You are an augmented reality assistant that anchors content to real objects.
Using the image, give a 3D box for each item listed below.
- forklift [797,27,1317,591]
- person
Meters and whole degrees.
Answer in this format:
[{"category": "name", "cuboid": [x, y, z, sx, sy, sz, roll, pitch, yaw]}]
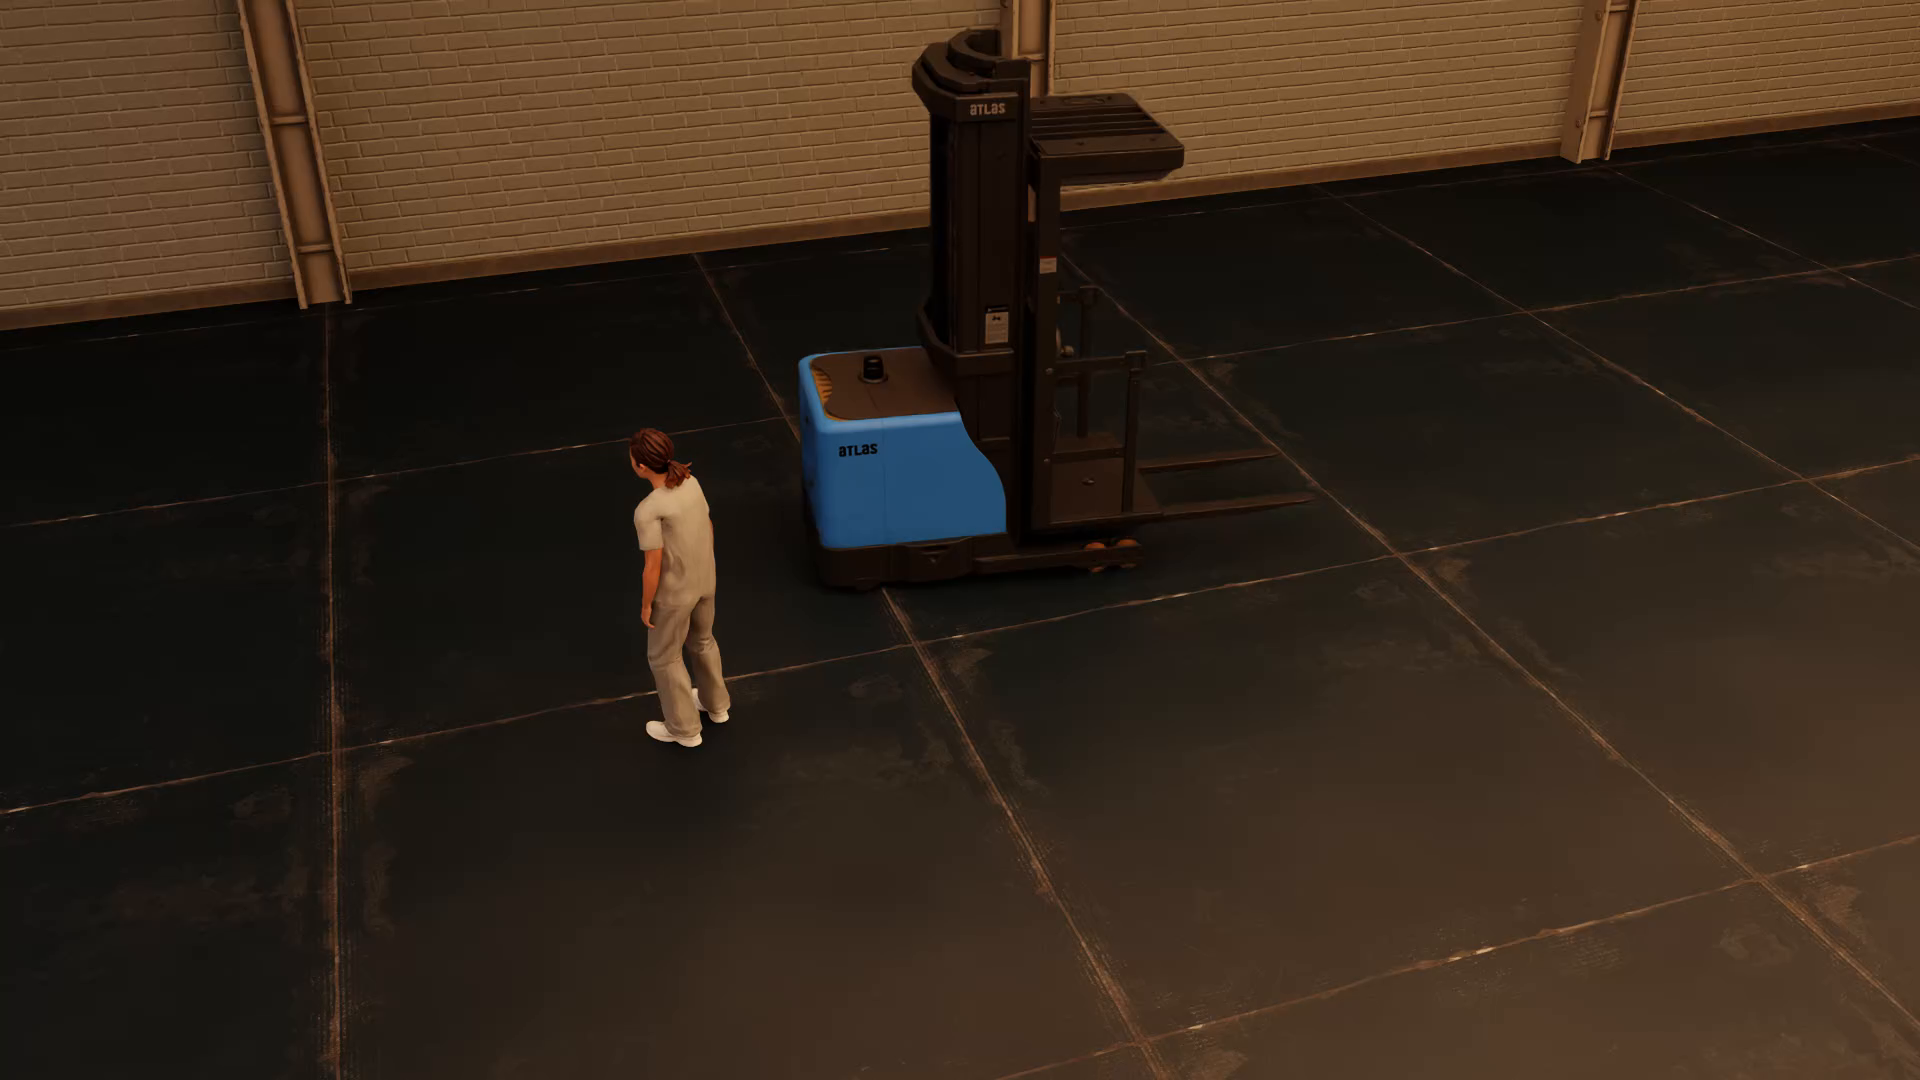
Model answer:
[{"category": "forklift", "cuboid": [0.603, -1.340, 9.416, 3.031, 2.935, 1.130, -6, 30, -10]}, {"category": "person", "cuboid": [-1.352, 0.227, 7.956, 0.361, 1.671, 0.500, 17, 34, 27]}]
